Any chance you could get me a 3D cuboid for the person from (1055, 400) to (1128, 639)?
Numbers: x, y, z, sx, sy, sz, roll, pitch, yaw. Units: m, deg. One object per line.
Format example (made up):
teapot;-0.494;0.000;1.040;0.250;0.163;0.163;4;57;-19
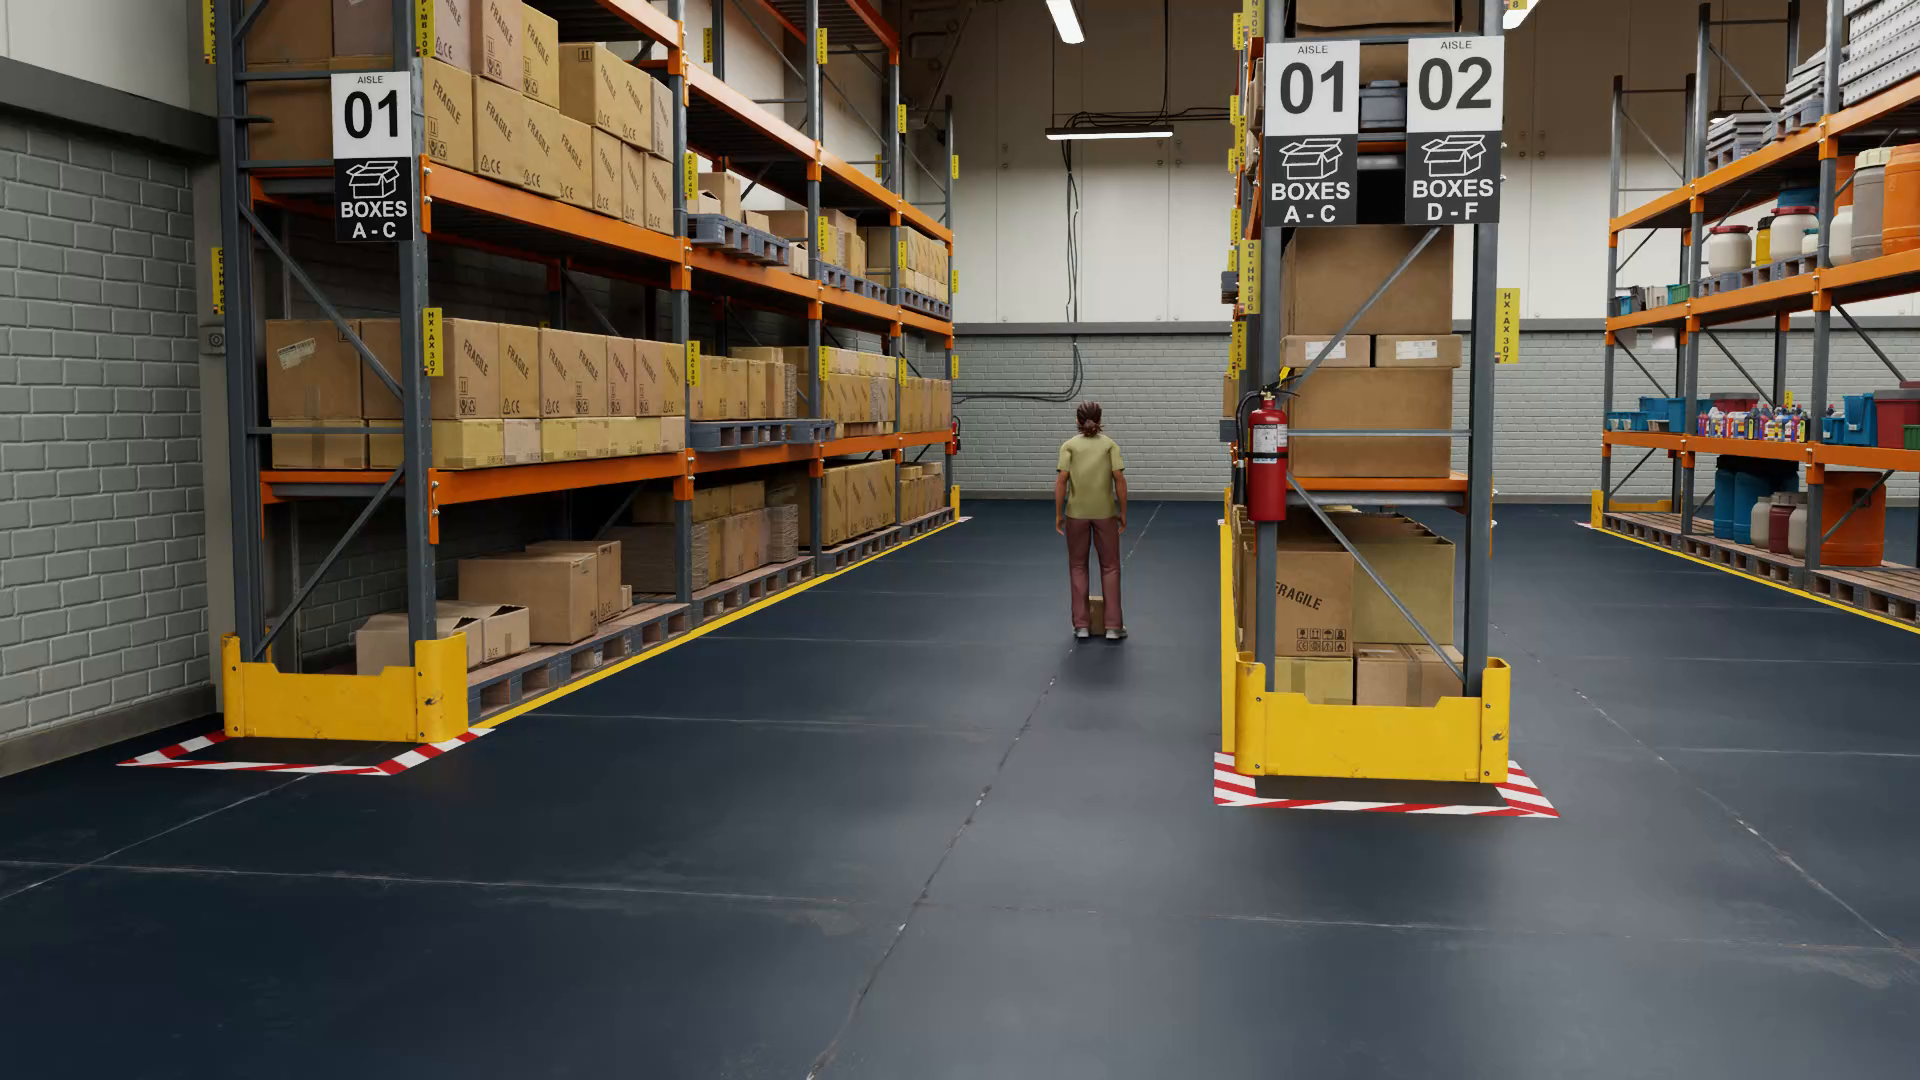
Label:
person;0.929;-0.148;11.722;0.521;1.671;0.415;0;5;5
